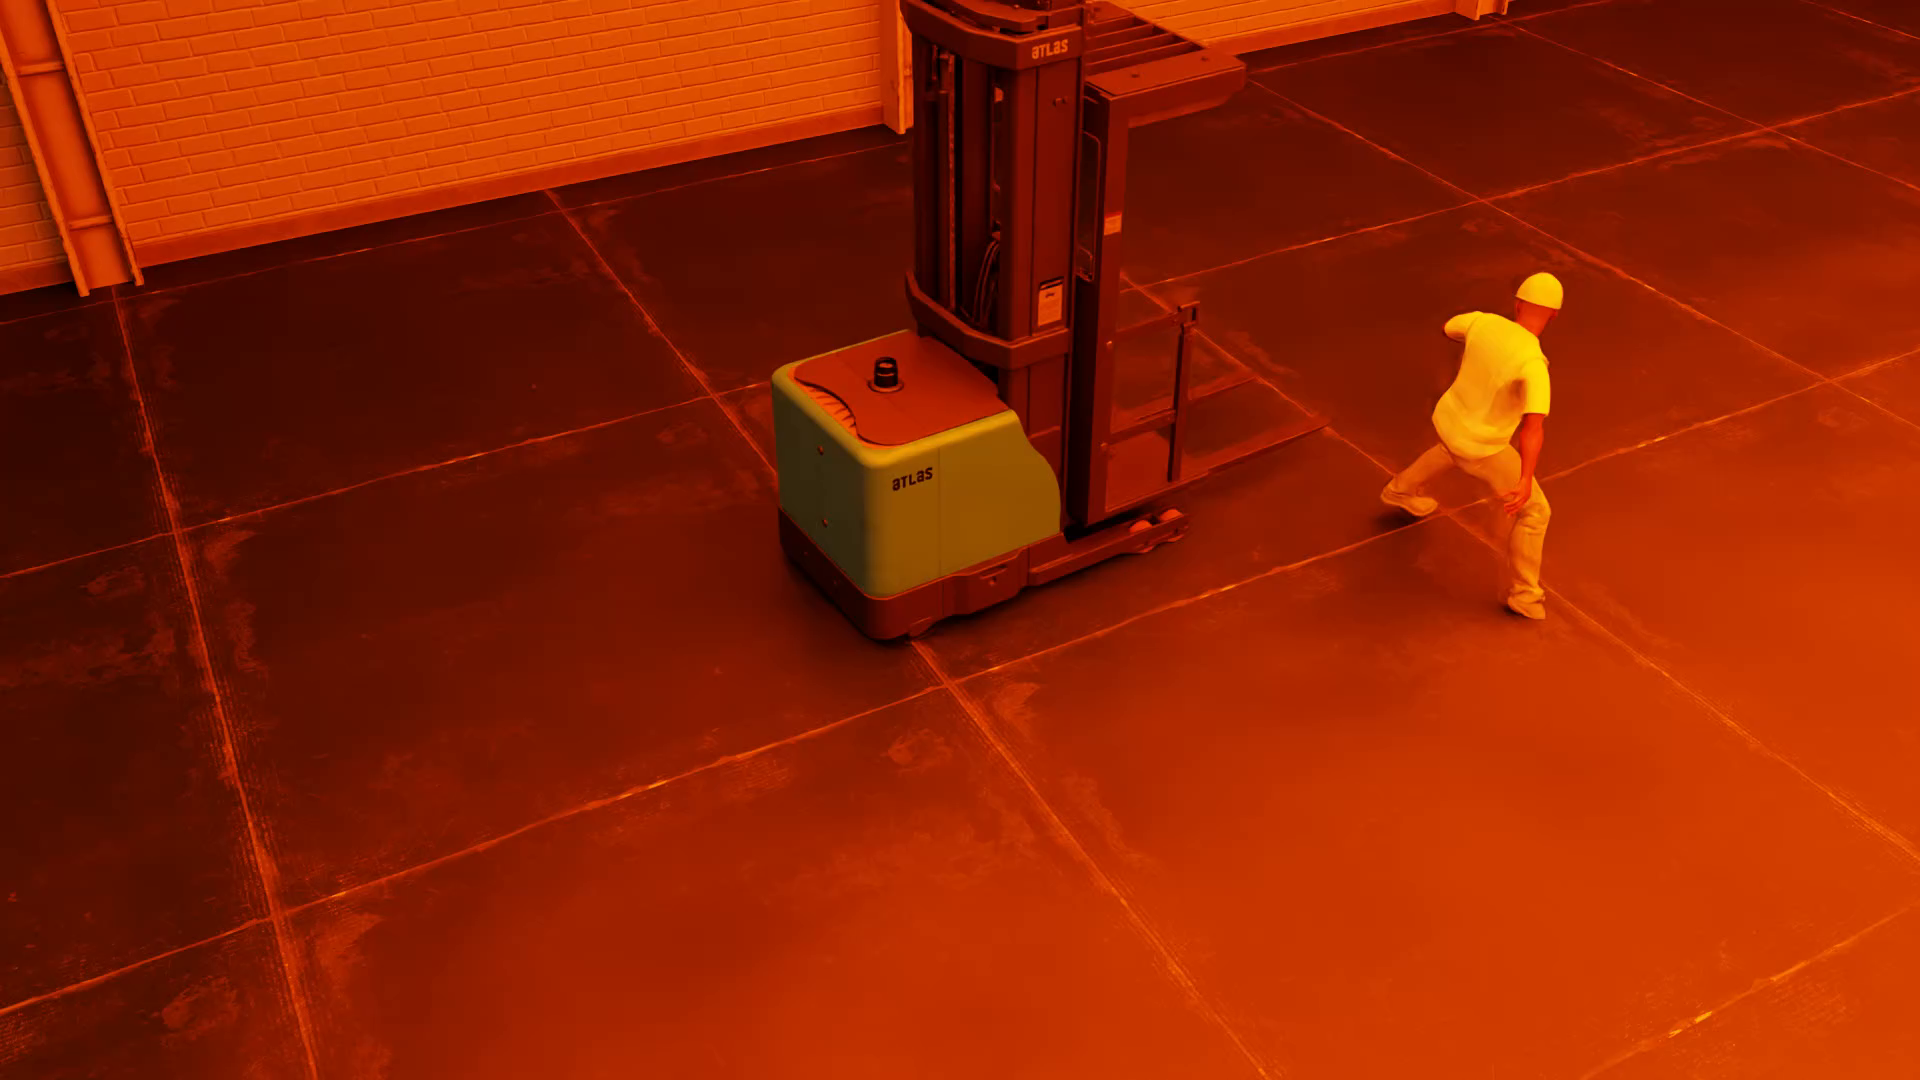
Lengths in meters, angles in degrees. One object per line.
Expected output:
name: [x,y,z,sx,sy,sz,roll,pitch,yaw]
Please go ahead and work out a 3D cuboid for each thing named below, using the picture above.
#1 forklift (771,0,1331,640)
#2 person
forklift: [0.598,-1.366,8.056,3.031,2.935,1.130,-20,40,-26]
person: [2.583,-0.471,8.024,0.556,1.707,1.194,-7,36,-9]
